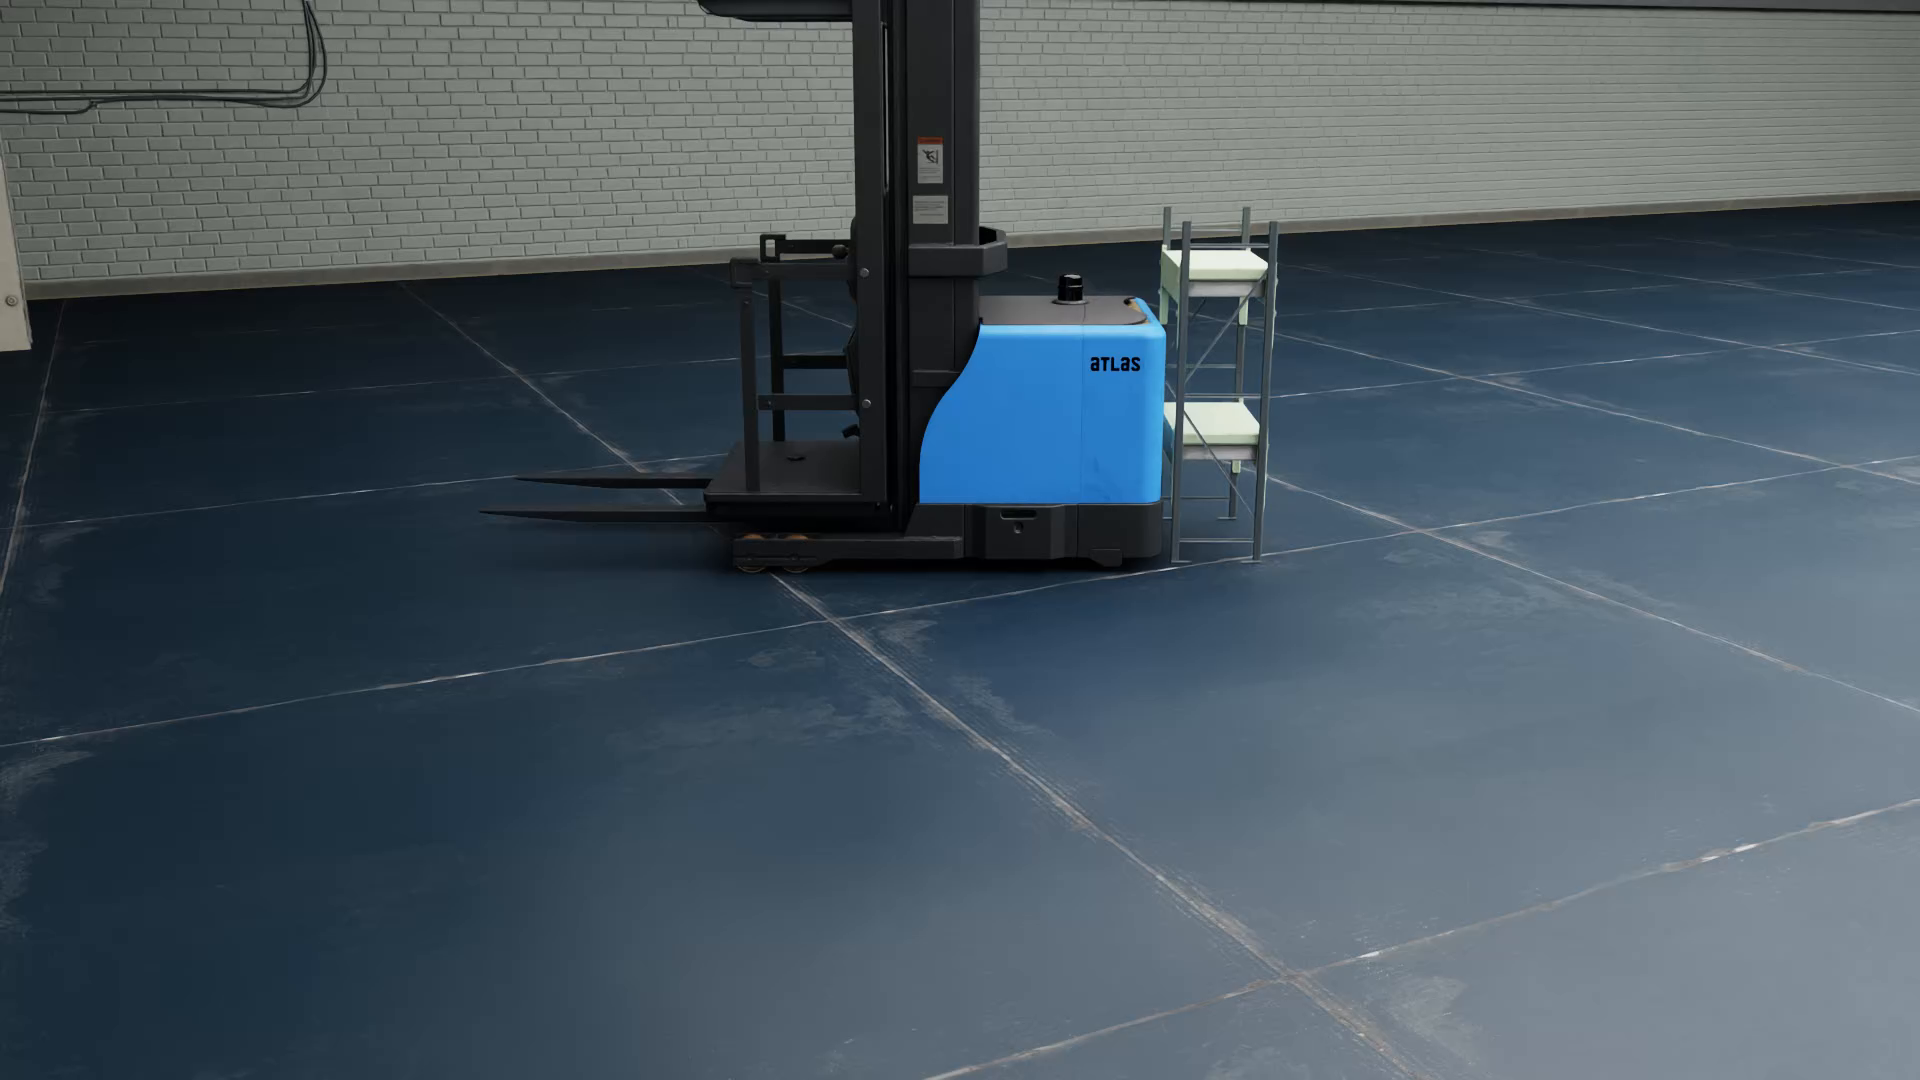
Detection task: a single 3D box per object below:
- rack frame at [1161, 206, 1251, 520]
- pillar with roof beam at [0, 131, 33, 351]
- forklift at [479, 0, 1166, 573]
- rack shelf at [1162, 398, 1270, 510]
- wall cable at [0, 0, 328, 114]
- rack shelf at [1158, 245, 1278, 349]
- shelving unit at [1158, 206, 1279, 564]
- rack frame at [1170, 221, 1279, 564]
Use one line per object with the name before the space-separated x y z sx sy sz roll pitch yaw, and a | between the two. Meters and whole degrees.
rack frame | 1.144 -0.821 7.894 0.400 1.500 0.023 0 16 1
pillar with roof beam | -3.568 -6.356 13.585 9.100 9.000 0.400 -8 18 -25
forklift | -0.623 -1.411 7.352 3.031 2.935 1.130 0 16 1
rack shelf | 1.140 -0.407 7.632 0.431 0.370 0.720 0 16 1
wall cable | -7.540 -5.233 15.303 3.097 2.526 0.112 -8 18 -25
rack shelf | 1.140 -1.095 7.434 0.431 0.370 0.720 0 16 1
shelving unit | 1.140 -0.720 7.542 0.431 1.500 0.755 0 16 1
rack frame | 1.136 -0.619 7.190 0.400 1.500 0.023 0 16 1
